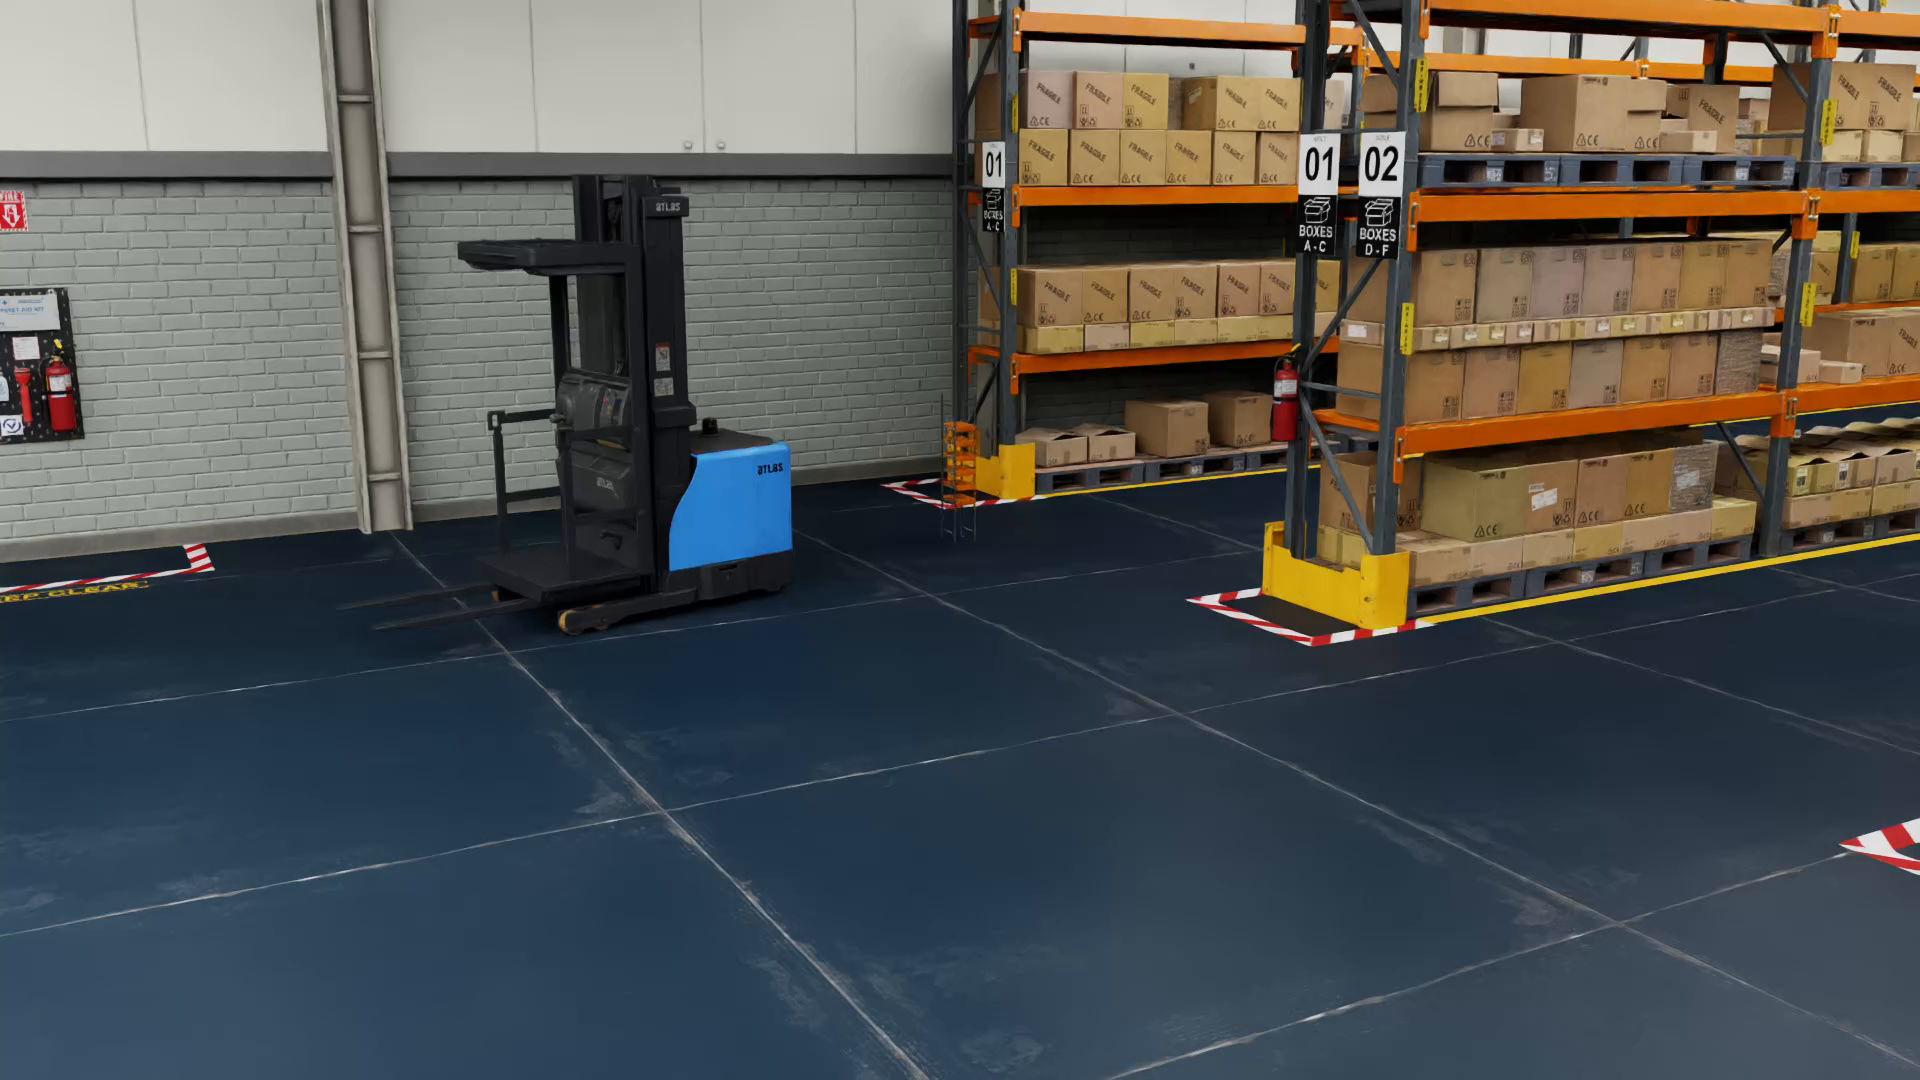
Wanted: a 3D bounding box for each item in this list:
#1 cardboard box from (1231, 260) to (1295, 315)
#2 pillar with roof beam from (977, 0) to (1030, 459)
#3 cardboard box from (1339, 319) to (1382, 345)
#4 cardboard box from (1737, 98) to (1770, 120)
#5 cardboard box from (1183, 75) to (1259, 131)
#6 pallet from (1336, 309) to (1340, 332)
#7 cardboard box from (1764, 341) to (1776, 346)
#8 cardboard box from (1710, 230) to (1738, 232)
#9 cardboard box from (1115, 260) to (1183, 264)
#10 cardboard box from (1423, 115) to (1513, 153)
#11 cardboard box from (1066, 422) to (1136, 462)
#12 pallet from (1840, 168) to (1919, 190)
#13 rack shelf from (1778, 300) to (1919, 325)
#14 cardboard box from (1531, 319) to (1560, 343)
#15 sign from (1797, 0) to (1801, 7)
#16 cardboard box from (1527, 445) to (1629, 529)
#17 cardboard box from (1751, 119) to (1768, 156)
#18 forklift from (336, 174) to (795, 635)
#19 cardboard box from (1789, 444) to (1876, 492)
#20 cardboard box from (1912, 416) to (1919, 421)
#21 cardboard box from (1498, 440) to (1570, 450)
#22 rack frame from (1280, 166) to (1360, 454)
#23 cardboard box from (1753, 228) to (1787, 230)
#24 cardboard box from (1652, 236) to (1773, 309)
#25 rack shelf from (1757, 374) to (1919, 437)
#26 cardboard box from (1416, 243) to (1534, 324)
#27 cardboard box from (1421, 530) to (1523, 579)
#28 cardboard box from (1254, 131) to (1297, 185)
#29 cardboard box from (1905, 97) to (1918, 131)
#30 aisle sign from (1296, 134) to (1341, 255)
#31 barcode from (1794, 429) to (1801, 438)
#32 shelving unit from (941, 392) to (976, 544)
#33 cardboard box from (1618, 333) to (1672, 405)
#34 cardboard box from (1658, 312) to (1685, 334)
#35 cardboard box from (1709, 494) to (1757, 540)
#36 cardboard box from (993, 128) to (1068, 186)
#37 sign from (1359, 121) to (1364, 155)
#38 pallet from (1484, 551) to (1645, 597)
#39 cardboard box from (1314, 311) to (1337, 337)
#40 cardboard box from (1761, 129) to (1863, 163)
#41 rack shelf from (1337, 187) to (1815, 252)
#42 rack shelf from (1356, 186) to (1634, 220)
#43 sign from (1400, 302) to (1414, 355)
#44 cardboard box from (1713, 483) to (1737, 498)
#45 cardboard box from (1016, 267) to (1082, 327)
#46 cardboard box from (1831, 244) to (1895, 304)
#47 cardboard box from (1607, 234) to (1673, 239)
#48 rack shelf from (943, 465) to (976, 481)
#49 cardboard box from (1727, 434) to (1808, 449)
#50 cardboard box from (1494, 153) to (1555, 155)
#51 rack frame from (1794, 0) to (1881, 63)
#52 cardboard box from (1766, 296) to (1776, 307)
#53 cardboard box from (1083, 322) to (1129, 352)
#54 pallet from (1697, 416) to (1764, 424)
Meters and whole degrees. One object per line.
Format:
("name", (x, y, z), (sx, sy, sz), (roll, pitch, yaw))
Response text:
("cardboard box", (3.028, -2.512, 16.529), (0.500, 0.500, 0.500), (-7, 14, -28))
("pillar with roof beam", (2.482, -4.290, 12.174), (0.400, 9.000, 9.100), (-7, 14, -28))
("cardboard box", (2.840, -1.440, 11.471), (0.250, 0.149, 0.380), (-7, 15, -29))
("cardboard box", (9.439, -5.179, 20.020), (0.500, 0.250, 0.500), (-7, 15, -30))
("cardboard box", (2.491, -4.161, 15.884), (0.500, 0.500, 0.500), (-7, 15, -30))
("pallet", (4.471, -2.332, 17.575), (1.213, 0.211, 1.003), (-7, 14, -28))
("cardboard box", (6.791, -1.481, 13.664), (0.258, 0.266, 0.396), (-7, 15, -29))
("cardboard box", (9.330, -3.676, 20.452), (0.500, 0.250, 0.500), (-7, 15, -30))
("cardboard box", (1.871, -2.504, 16.493), (0.500, 0.500, 0.500), (-7, 14, -27))
("cardboard box", (3.480, -2.833, 11.601), (0.500, 0.250, 0.500), (-7, 14, -28))
("cardboard box", (1.370, -0.970, 16.211), (0.500, 0.311, 0.500), (-6, 14, -23))
("pallet", (8.085, -3.004, 13.723), (1.213, 0.211, 1.003), (-6, 14, -25))
("rack shelf", (12.507, -3.074, 22.075), (4.000, 0.370, 1.077), (-7, 14, -28))
("cardboard box", (3.949, -1.472, 11.612), (0.250, 0.149, 0.380), (-7, 15, -30))
("sign", (10.508, -6.784, 20.769), (0.005, 0.325, 0.100), (-7, 14, -28))
("cardboard box", (4.491, -0.398, 12.144), (0.500, 0.500, 0.500), (-7, 14, -28))
("cardboard box", (9.469, -4.799, 20.039), (0.500, 0.500, 0.700), (-7, 15, -29))
("forklift", (-2.637, -0.938, 11.100), (3.031, 2.935, 1.130), (-11, 16, -39))
("cardboard box", (7.031, -0.603, 13.485), (0.500, 0.311, 0.500), (-7, 14, -29))
("cardboard box", (9.017, -0.978, 15.152), (0.500, 0.311, 0.500), (-6, 14, -26))
("cardboard box", (4.234, -0.501, 12.603), (0.500, 0.500, 0.500), (-7, 14, -28))
("rack frame", (3.730, -2.373, 17.321), (0.127, 3.000, 1.000), (-7, 14, -28))
("cardboard box", (10.223, -3.786, 20.941), (0.500, 0.250, 0.500), (-6, 14, -26))
("cardboard box", (5.720, -2.052, 12.715), (0.500, 0.500, 0.700), (-7, 14, -28))
("rack shelf", (7.862, -1.278, 14.095), (4.000, 0.370, 1.077), (-7, 14, -28))
("cardboard box", (3.517, -1.788, 11.540), (0.500, 0.500, 0.700), (-7, 15, -29))
("cardboard box", (3.610, 0.072, 11.764), (0.500, 0.250, 0.500), (-7, 14, -28))
("cardboard box", (2.955, -3.743, 16.306), (0.500, 0.500, 0.500), (-8, 15, -33))
("cardboard box", (11.512, -5.245, 20.702), (0.500, 0.500, 0.500), (-7, 14, -28))
("aisle sign", (2.398, -2.316, 11.147), (0.004, 0.787, 0.394), (-7, 14, -28))
("barcode", (6.530, -0.829, 12.965), (0.075, 0.075, 0.001), (-7, 14, -28))
("shelving unit", (-0.013, -0.584, 13.471), (0.189, 1.200, 0.258), (-7, 14, -28))
("cardboard box", (4.818, -1.311, 12.374), (0.500, 0.500, 0.700), (-7, 14, -27))
("cardboard box", (5.077, -1.607, 12.214), (0.250, 0.149, 0.380), (-7, 14, -28))
("cardboard box", (5.805, -0.191, 12.933), (0.500, 0.250, 0.500), (-7, 14, -28))
("cardboard box", (0.632, -3.461, 15.051), (0.500, 0.500, 0.500), (-6, 14, -26))
("sign", (3.997, -3.985, 16.474), (0.005, 0.325, 0.100), (-7, 14, -28))
("pallet", (4.317, 0.146, 12.477), (1.213, 0.211, 1.003), (-7, 14, -28))
("cardboard box", (3.459, -2.201, 16.855), (0.500, 0.250, 0.500), (-7, 14, -28))
("cardboard box", (6.652, -3.077, 13.002), (0.500, 0.250, 0.500), (-5, 14, -22))
("rack shelf", (4.351, -2.321, 11.896), (4.000, 0.370, 1.077), (-7, 14, -28))
("rack shelf", (5.485, -3.696, 18.006), (4.000, 0.370, 1.077), (-7, 14, -28))
("sign", (2.857, -1.351, 10.630), (0.005, 0.325, 0.100), (-7, 14, -28))
("cardboard box", (6.332, -0.382, 13.779), (0.500, 0.250, 0.500), (-7, 14, -28))
("cardboard box", (0.782, -2.247, 15.349), (0.500, 0.500, 0.500), (-7, 14, -28))
("cardboard box", (11.236, -3.415, 21.268), (0.700, 0.700, 0.980), (-7, 14, -27))
("cardboard box", (7.788, -3.364, 19.068), (0.500, 0.250, 0.500), (-6, 14, -27))
("rack shelf", (-0.013, -0.540, 13.480), (0.180, 0.103, 0.258), (-7, 14, -28))
("cardboard box", (6.779, -0.709, 13.959), (0.500, 0.311, 0.500), (-6, 14, -26))
("cardboard box", (6.059, -4.199, 18.322), (0.637, 0.503, 0.797), (-5, 14, -20))
("rack frame", (10.752, -6.141, 20.402), (0.127, 3.000, 1.000), (-7, 14, -28))
("cardboard box", (9.682, -2.910, 20.234), (0.250, 0.149, 0.380), (-7, 14, -28))
("cardboard box", (1.248, -1.936, 15.677), (0.500, 0.250, 0.500), (-7, 15, -30))
("pallet", (9.039, -1.629, 20.368), (1.213, 0.211, 1.003), (-7, 14, -28))
